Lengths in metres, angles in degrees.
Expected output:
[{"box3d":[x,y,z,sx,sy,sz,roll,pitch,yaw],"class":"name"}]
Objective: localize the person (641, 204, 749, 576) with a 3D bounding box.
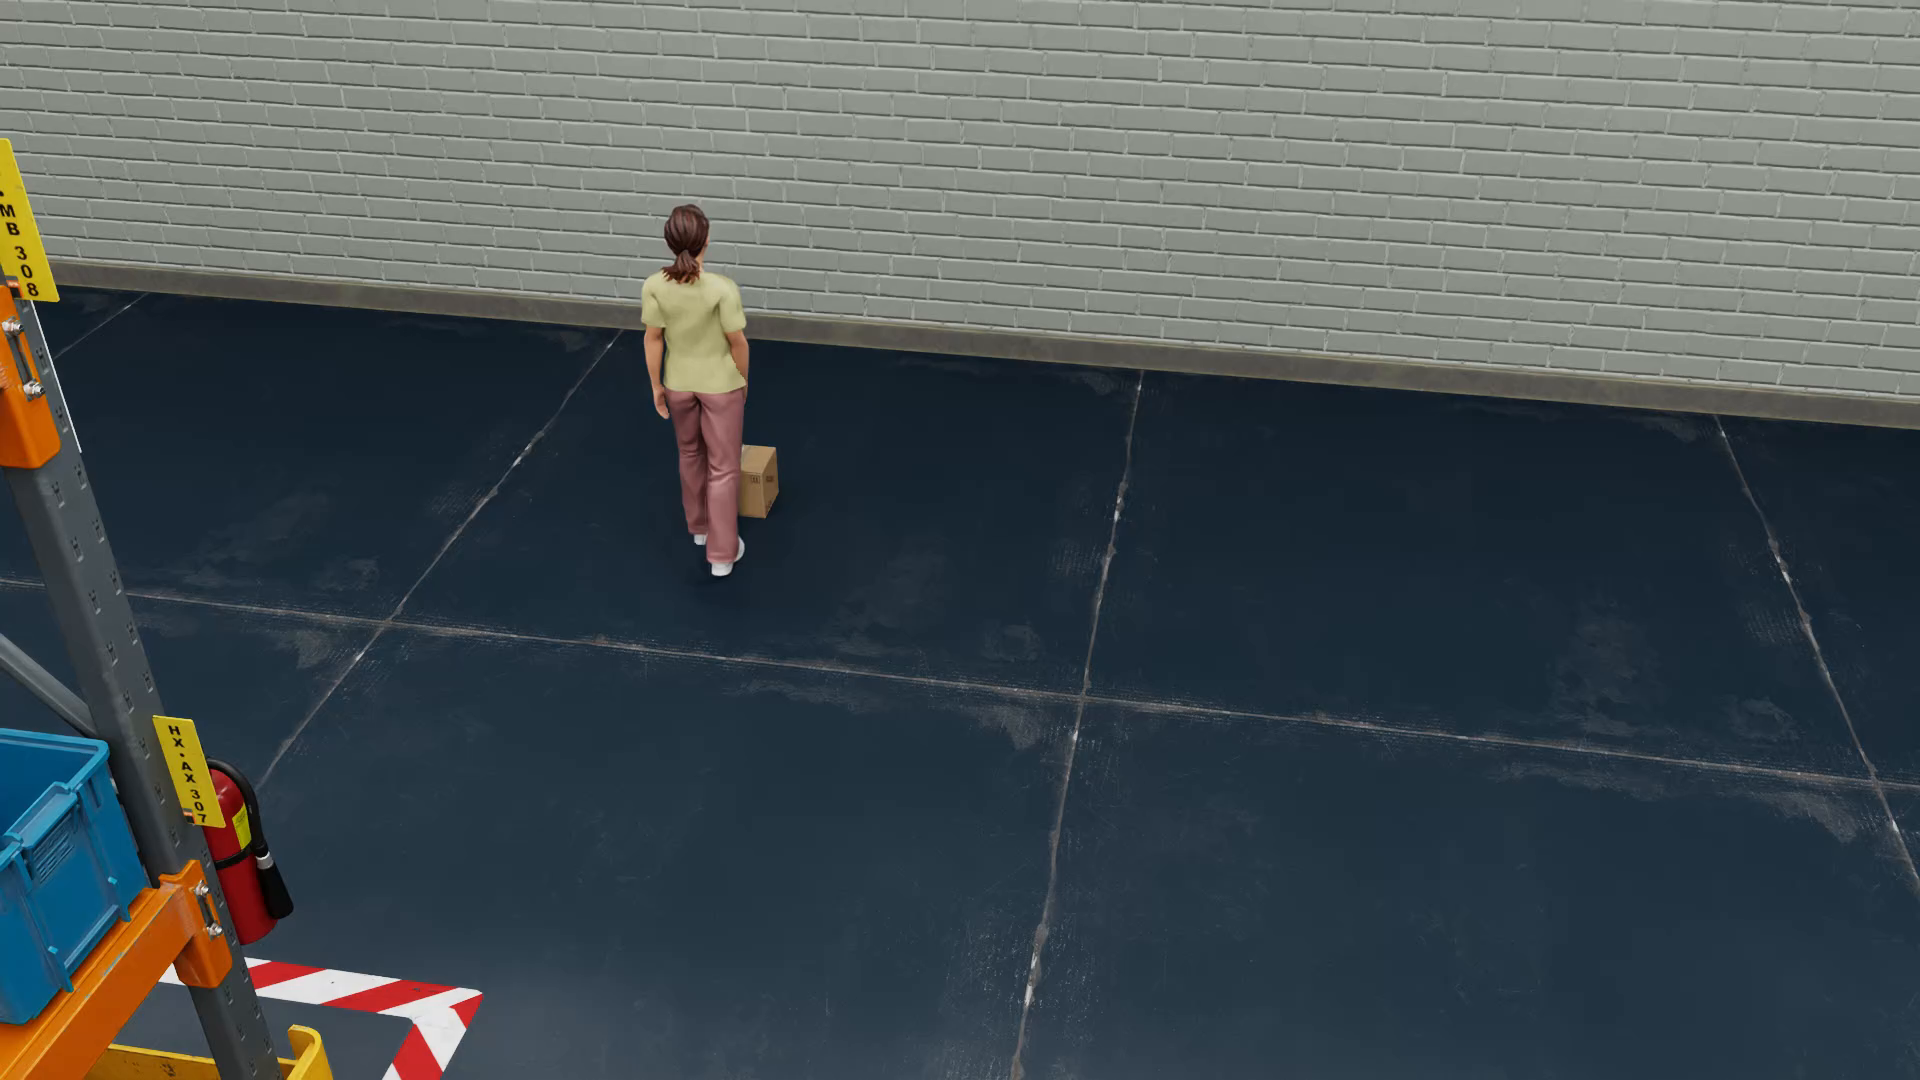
[{"box3d":[-1.092,-0.676,7.207,0.447,1.667,0.554,6,33,10],"class":"person"}]
